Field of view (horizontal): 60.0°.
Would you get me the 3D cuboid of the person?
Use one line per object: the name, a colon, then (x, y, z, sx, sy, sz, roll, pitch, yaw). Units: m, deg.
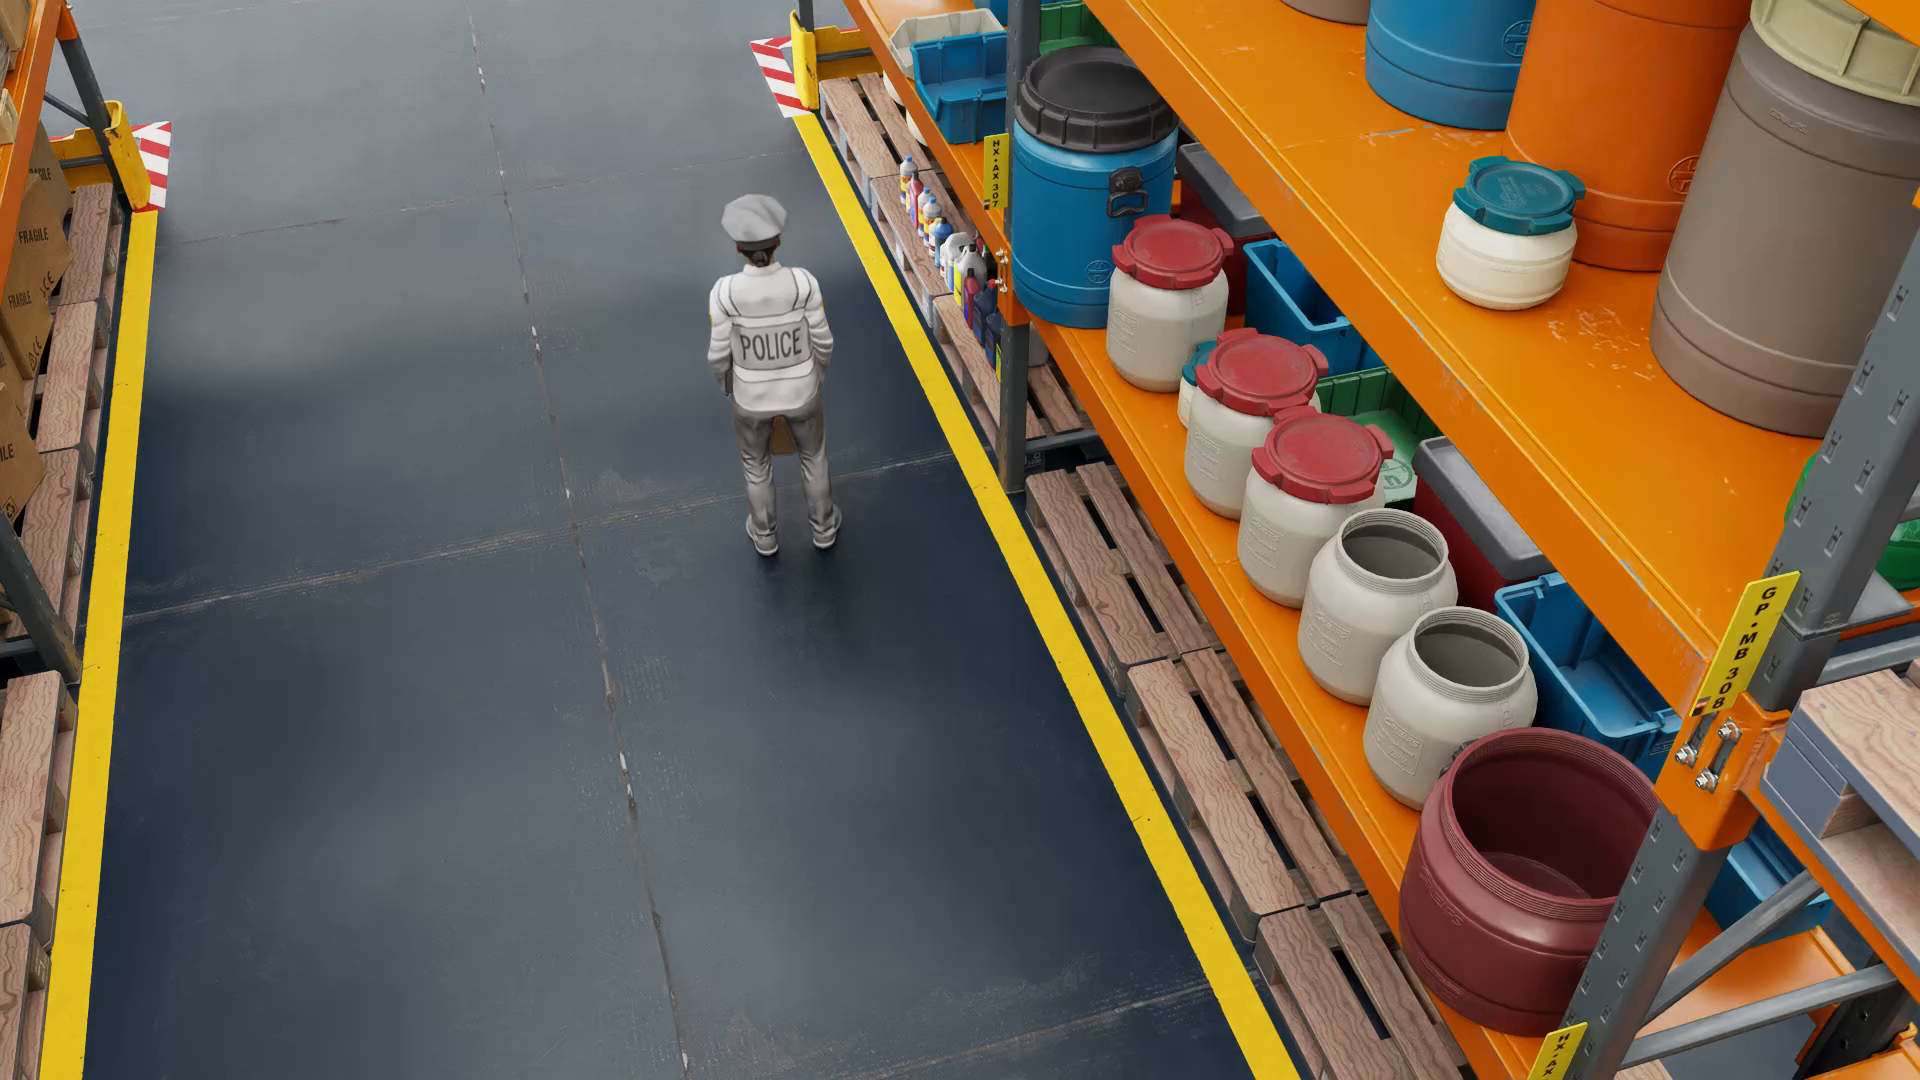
person: (-0.762, -0.620, 6.828, 0.508, 1.673, 0.360, -7, 43, -8)
